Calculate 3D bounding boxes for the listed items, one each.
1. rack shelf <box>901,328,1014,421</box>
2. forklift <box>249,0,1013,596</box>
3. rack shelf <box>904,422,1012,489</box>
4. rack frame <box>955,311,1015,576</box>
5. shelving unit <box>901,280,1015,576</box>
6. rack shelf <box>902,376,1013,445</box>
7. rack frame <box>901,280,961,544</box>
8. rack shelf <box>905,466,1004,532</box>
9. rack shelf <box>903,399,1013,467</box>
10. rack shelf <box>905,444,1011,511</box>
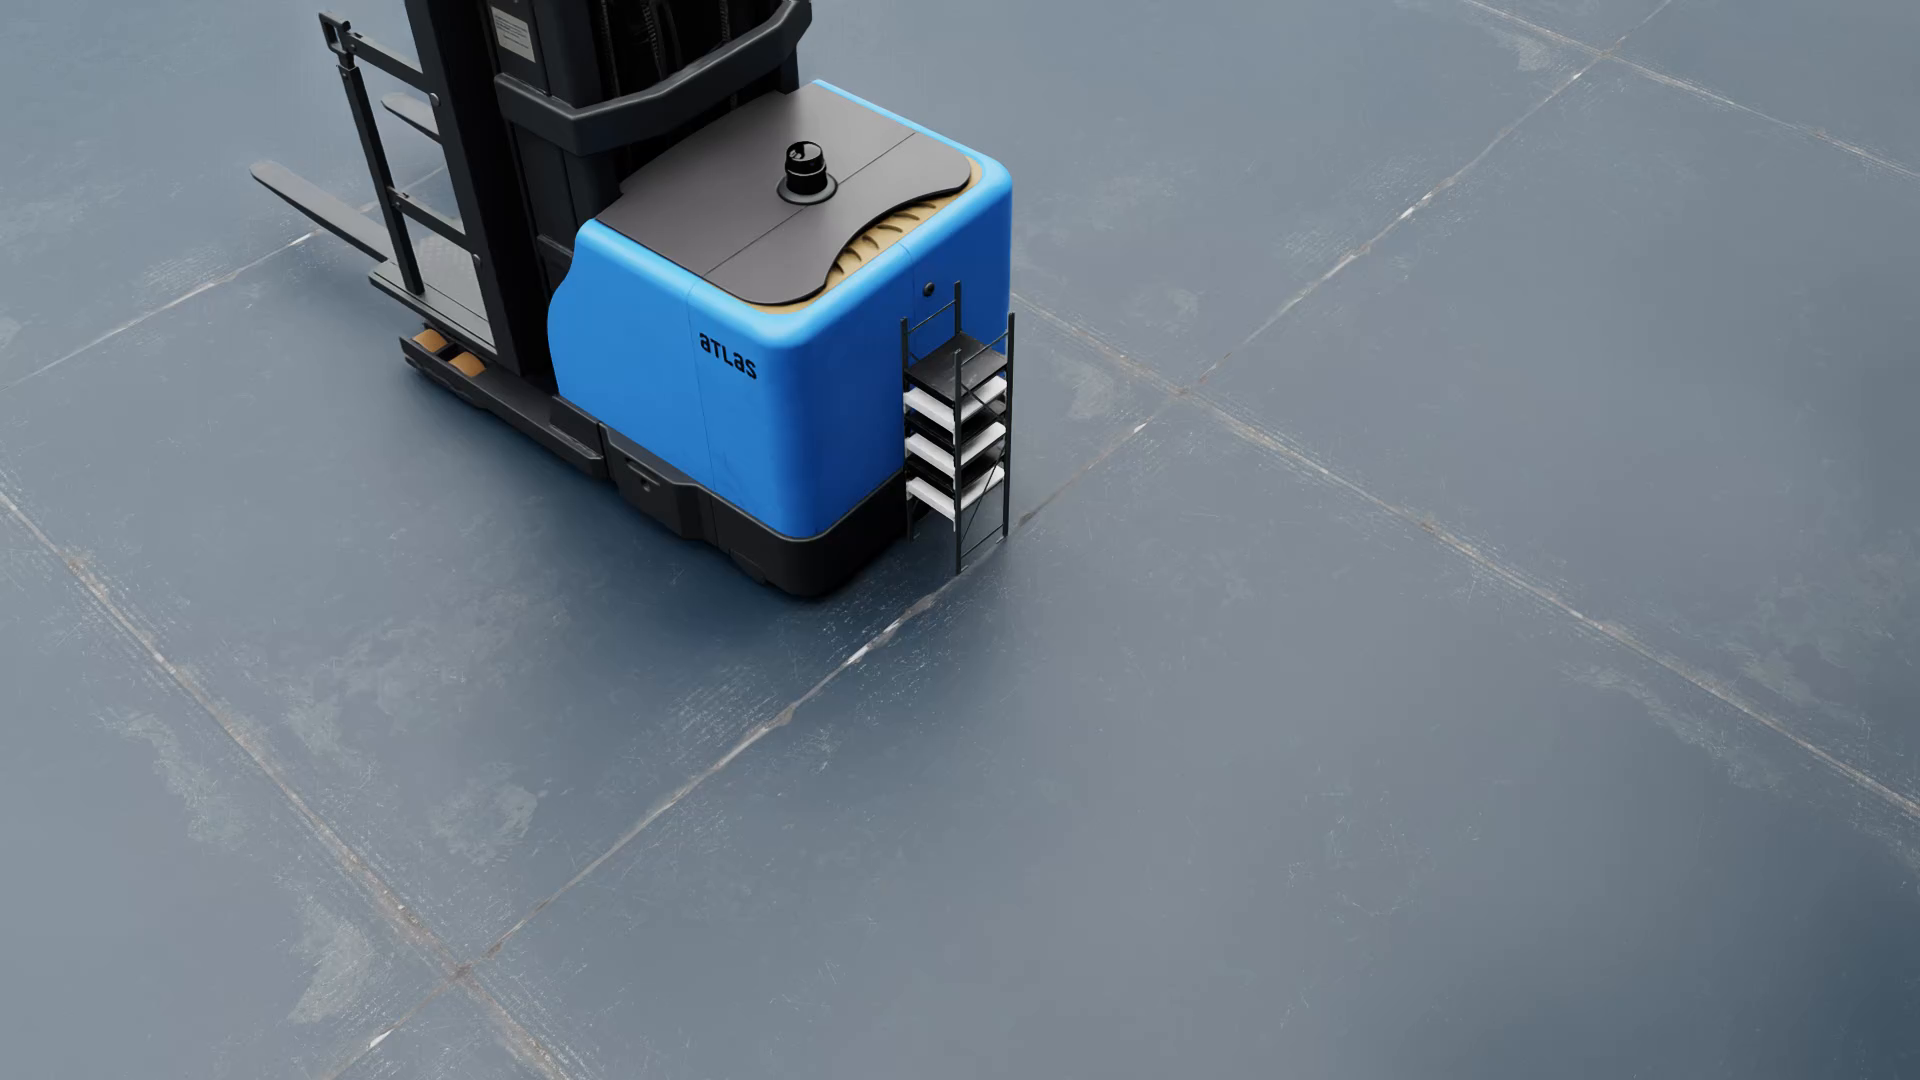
[{"bbox_3d":[-0.006,-0.474,4.753,0.200,0.077,0.258,34,55,28],"label":"rack shelf"},{"bbox_3d":[-1.294,-1.746,4.879,3.031,2.935,1.130,31,54,26],"label":"forklift"},{"bbox_3d":[-0.006,-0.289,4.950,0.200,0.077,0.258,34,55,28],"label":"rack shelf"},{"bbox_3d":[0.069,-0.262,4.879,0.006,0.900,0.240,34,55,28],"label":"rack frame"},{"bbox_3d":[-0.006,-0.312,4.926,0.210,0.900,0.258,34,55,28],"label":"shelving unit"},{"bbox_3d":[-0.006,-0.412,4.819,0.200,0.077,0.258,34,55,28],"label":"rack shelf"},{"bbox_3d":[-0.081,-0.362,4.973,0.006,0.900,0.240,34,55,28],"label":"rack frame"},{"bbox_3d":[-0.006,-0.166,5.081,0.200,0.077,0.258,34,55,28],"label":"rack shelf"},{"bbox_3d":[-0.006,-0.351,4.884,0.200,0.077,0.258,34,55,28],"label":"rack shelf"},{"bbox_3d":[-0.006,-0.228,5.016,0.200,0.077,0.258,34,55,28],"label":"rack shelf"}]
